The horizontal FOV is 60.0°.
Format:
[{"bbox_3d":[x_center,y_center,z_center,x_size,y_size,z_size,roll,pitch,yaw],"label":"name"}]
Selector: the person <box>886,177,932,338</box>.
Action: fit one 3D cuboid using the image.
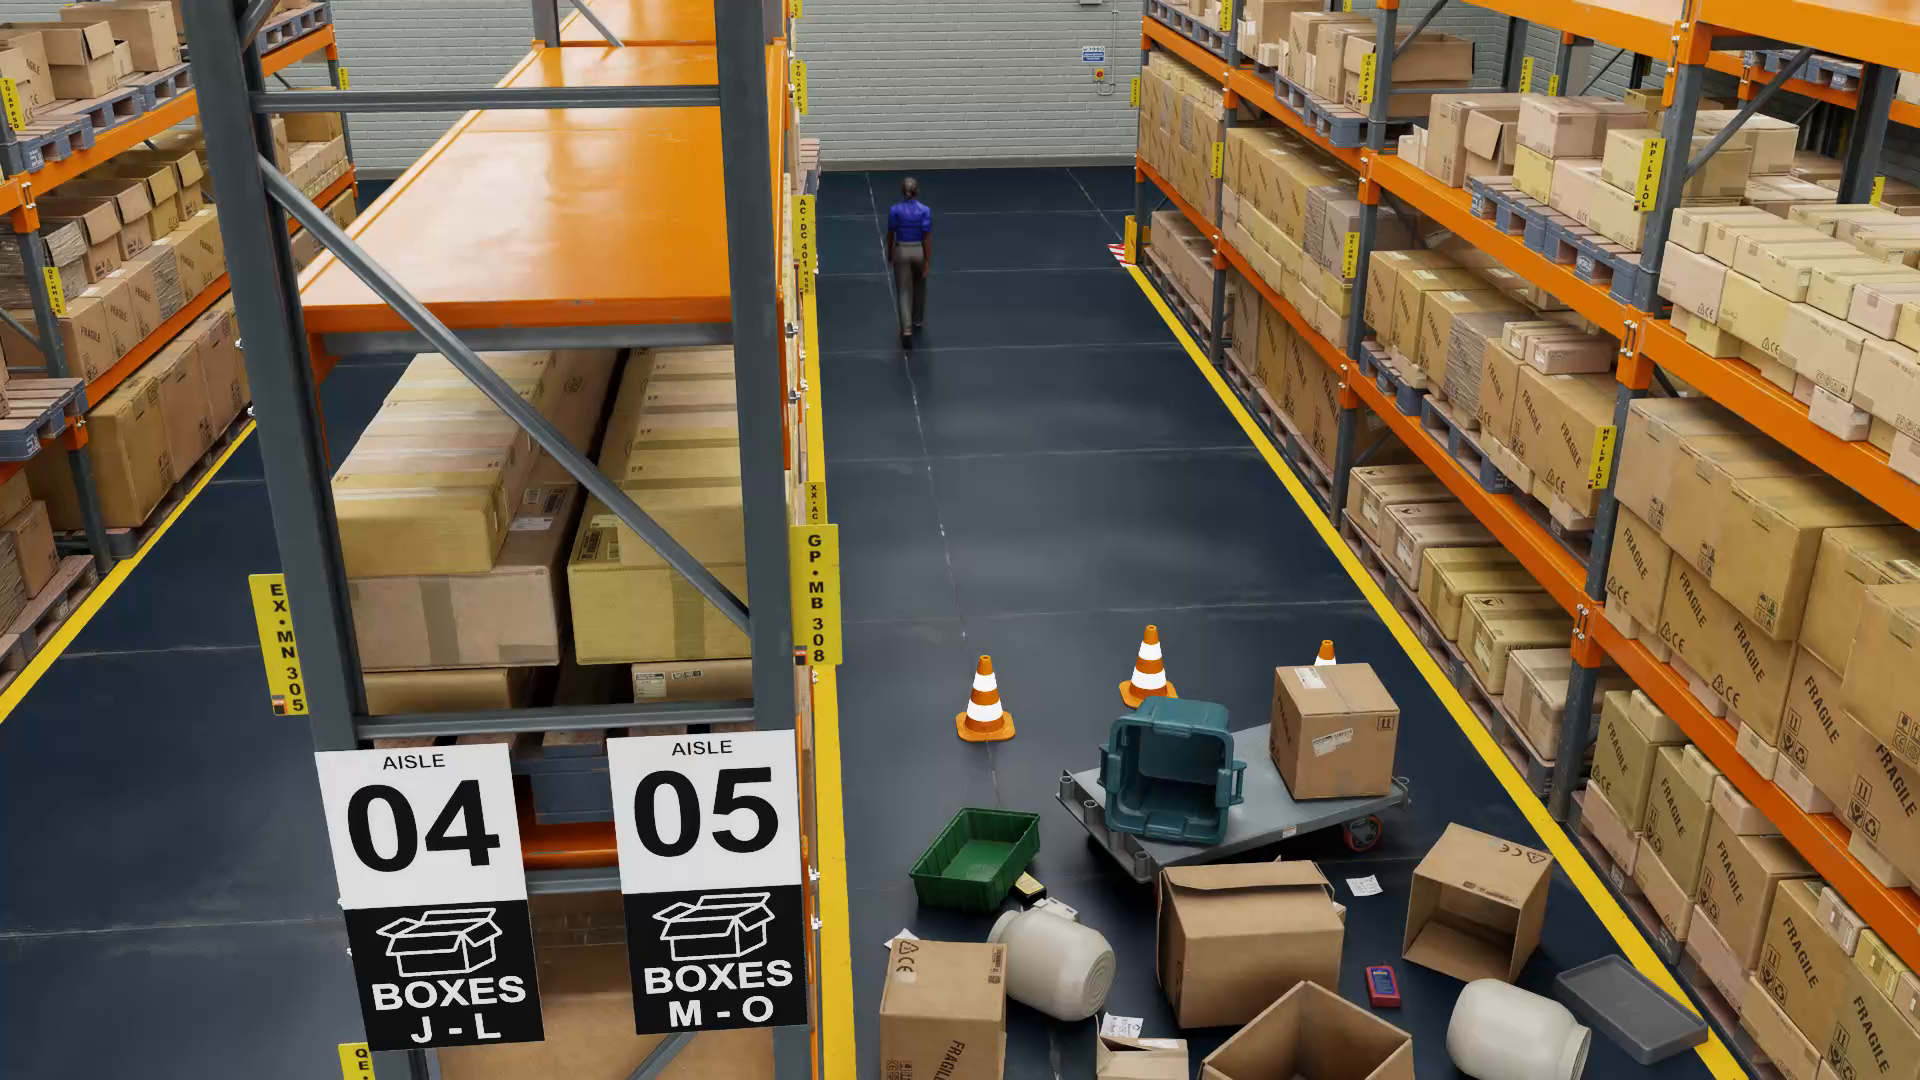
[{"bbox_3d":[-0.515,-2.872,16.792,0.446,1.602,0.973,-3,24,-6],"label":"person"}]
